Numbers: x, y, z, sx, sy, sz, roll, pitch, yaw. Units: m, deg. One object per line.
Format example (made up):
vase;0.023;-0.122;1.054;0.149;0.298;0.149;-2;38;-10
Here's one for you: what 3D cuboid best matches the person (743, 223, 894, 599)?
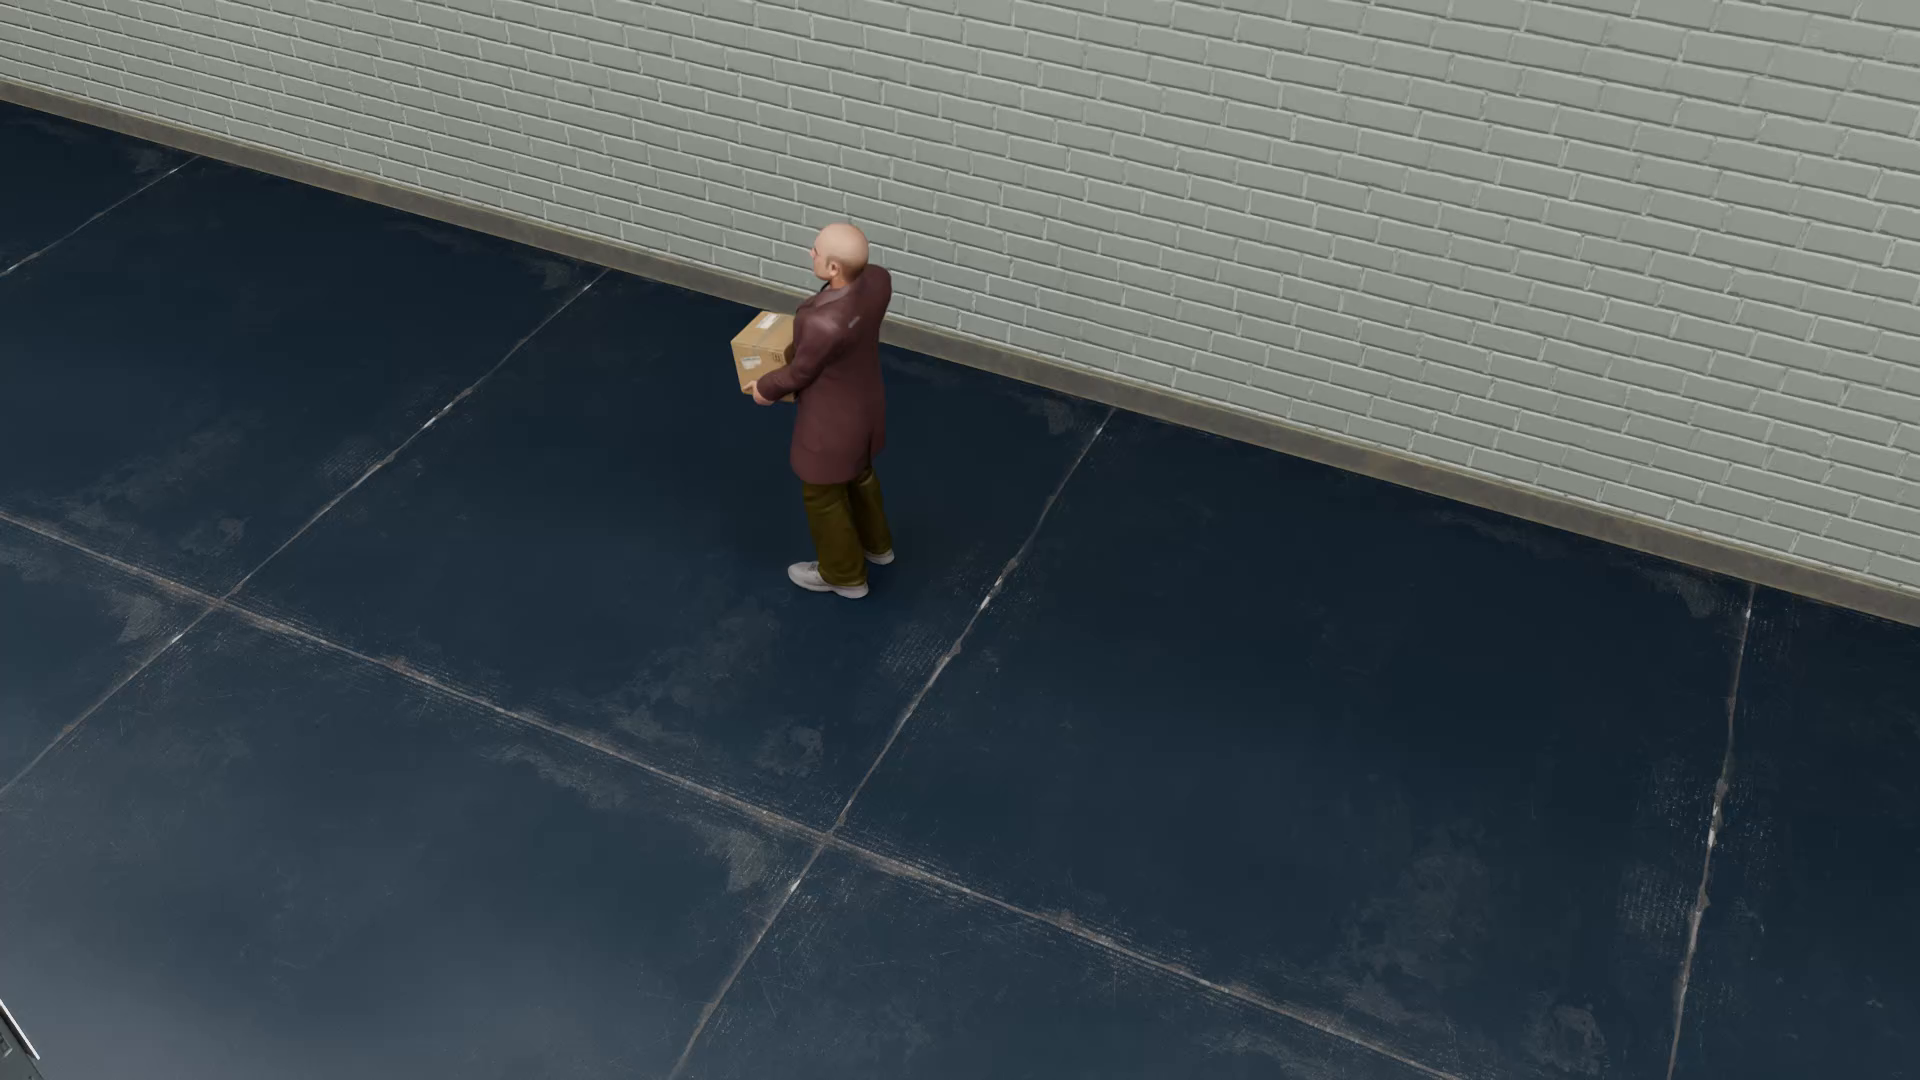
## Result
person;-0.578;-0.553;6.801;0.550;1.773;0.529;18;44;19
